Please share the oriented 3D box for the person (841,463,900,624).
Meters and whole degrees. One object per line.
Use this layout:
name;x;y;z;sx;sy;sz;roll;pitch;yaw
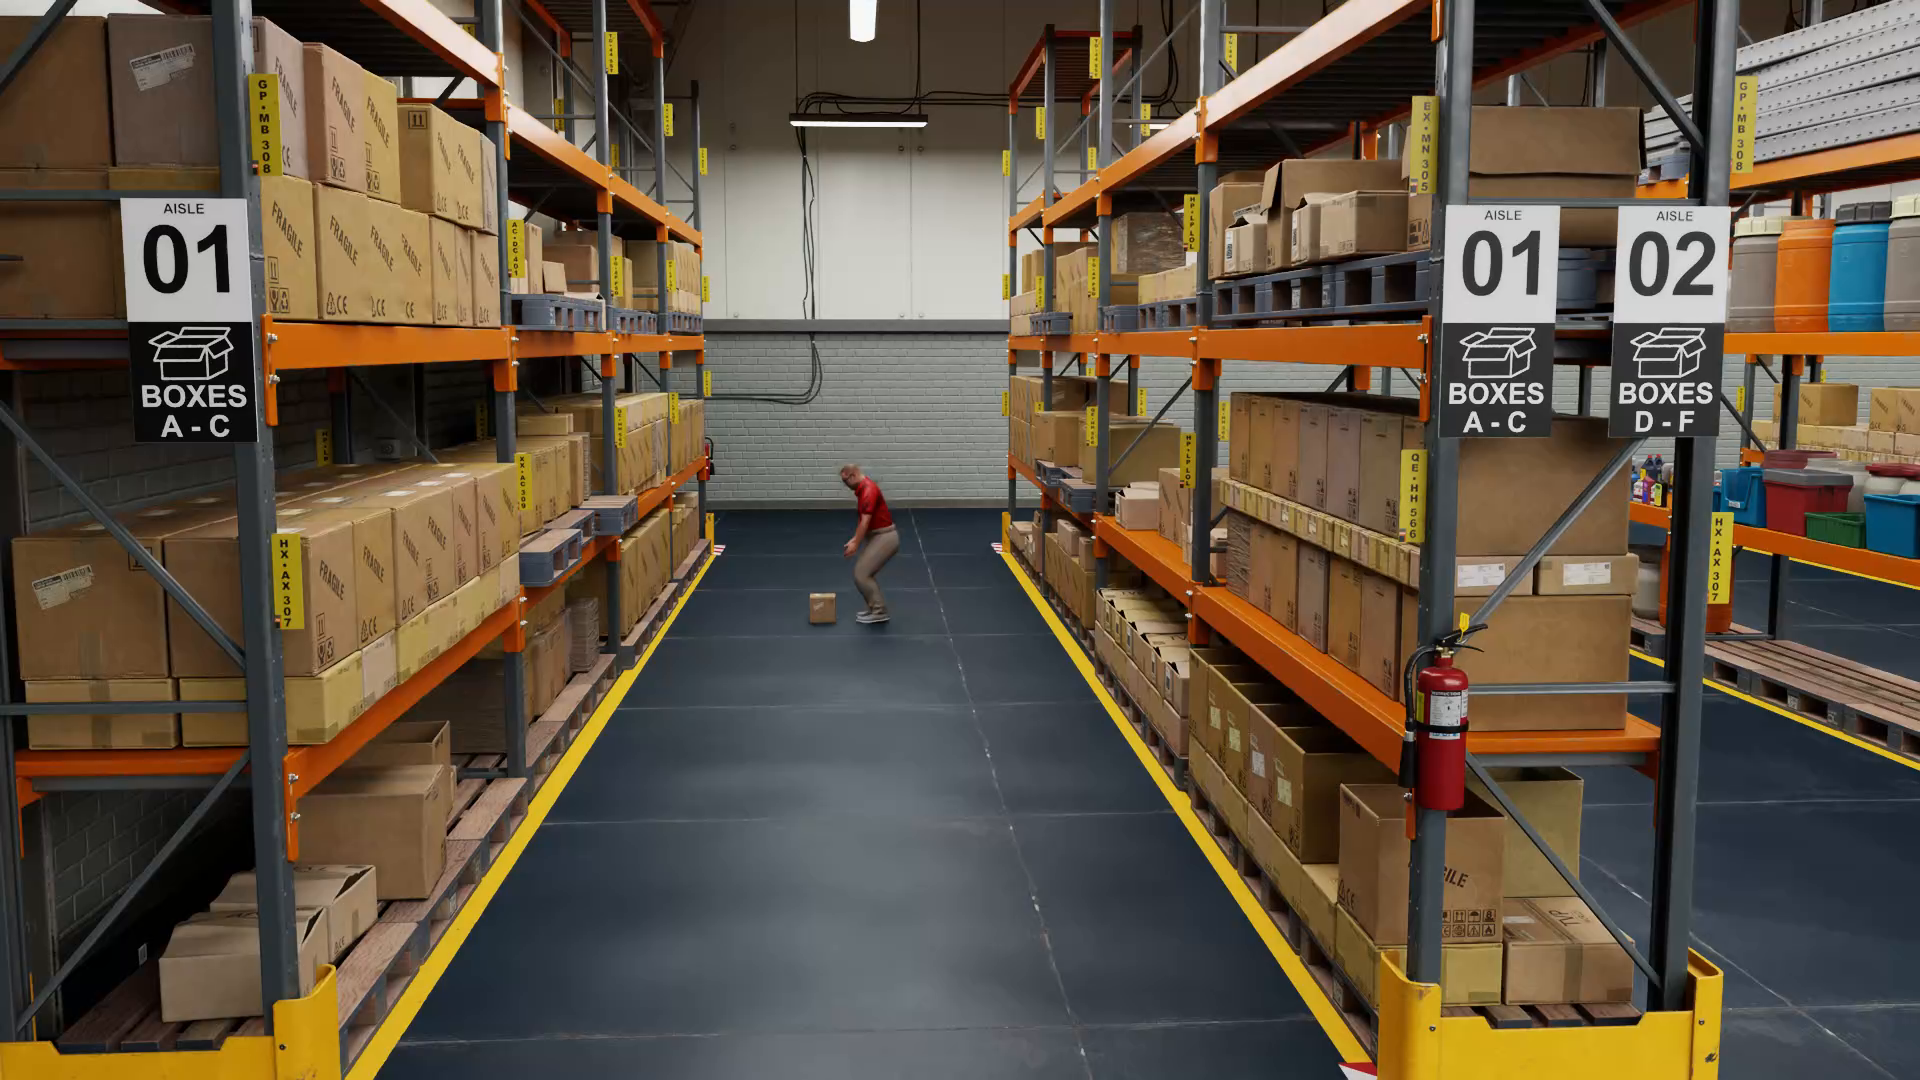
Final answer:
person;-0.898;0.026;16.334;0.535;1.566;0.581;0;7;-3
